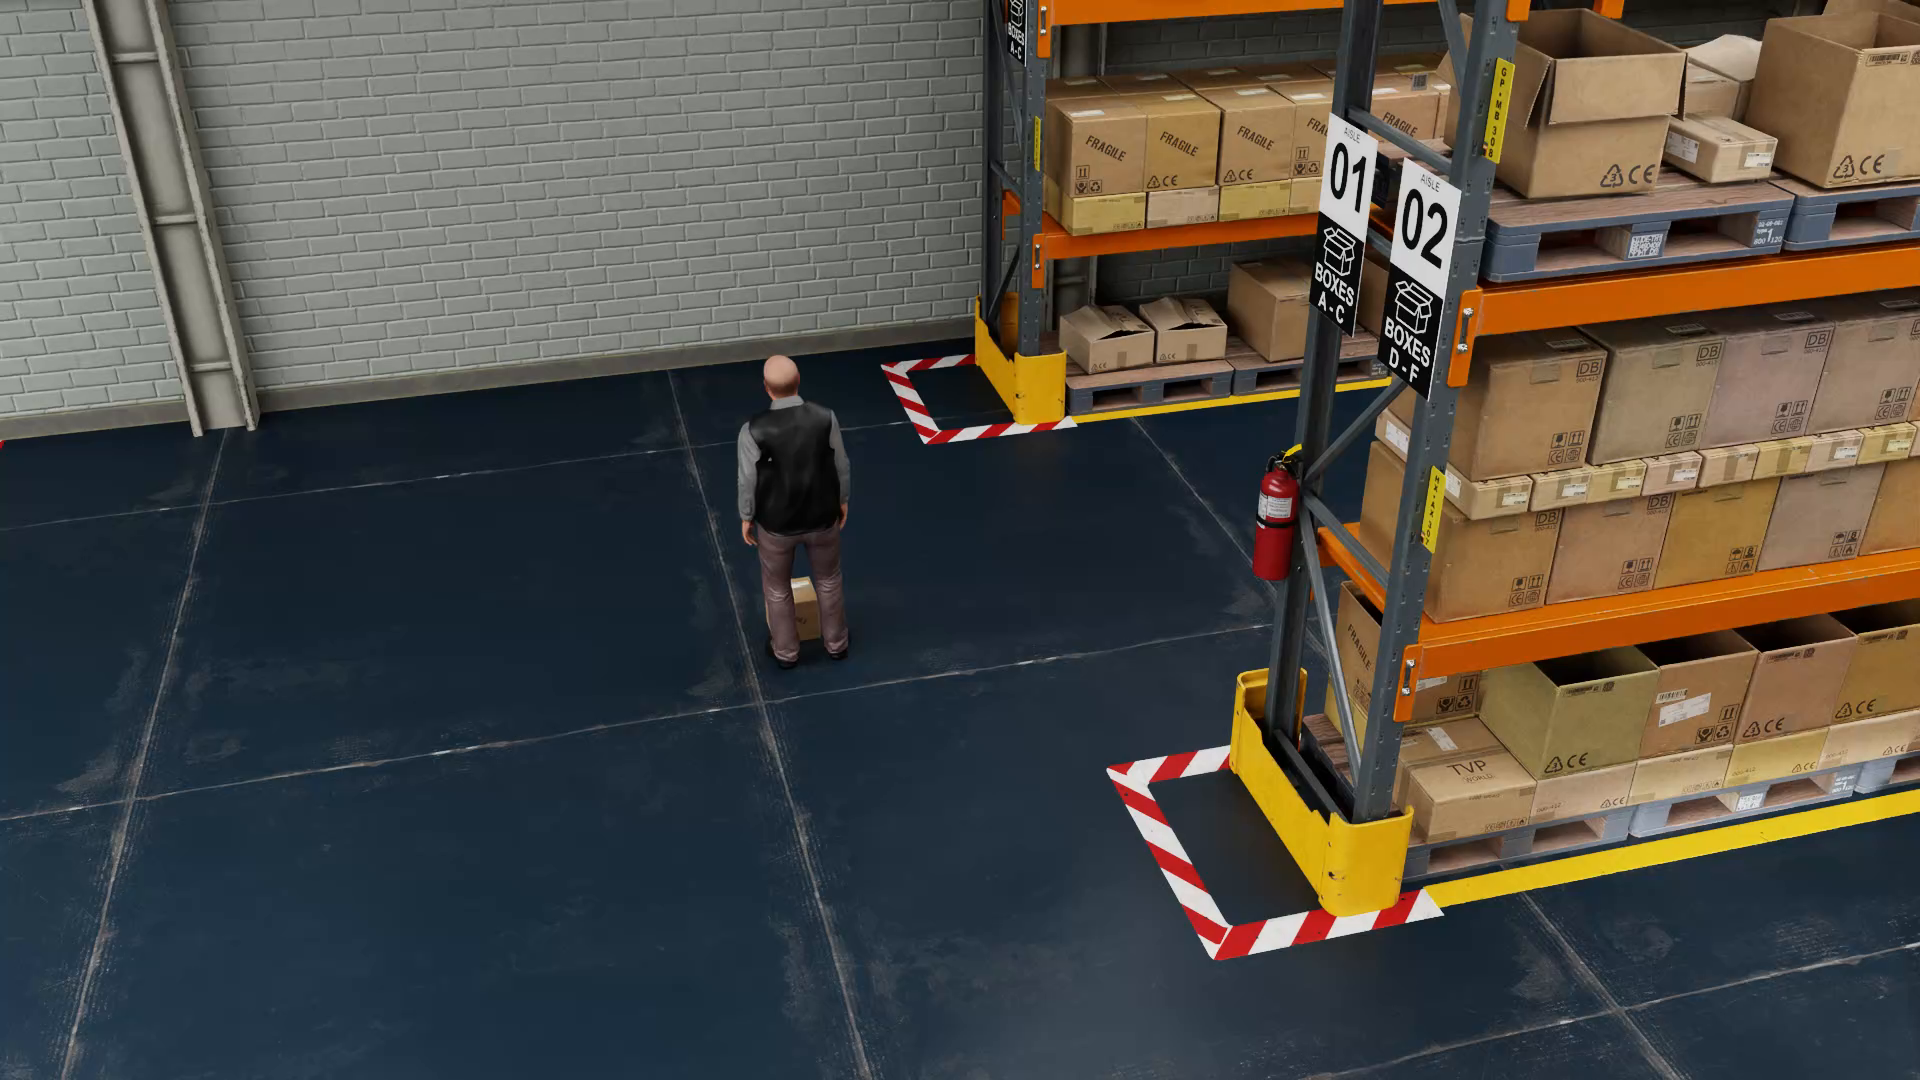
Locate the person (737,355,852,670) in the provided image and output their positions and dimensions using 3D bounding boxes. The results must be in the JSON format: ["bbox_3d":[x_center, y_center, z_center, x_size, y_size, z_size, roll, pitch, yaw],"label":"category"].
[{"bbox_3d":[-0.833,-0.115,8.464,0.586,1.720,0.423,-10,31,-16],"label":"person"}]
